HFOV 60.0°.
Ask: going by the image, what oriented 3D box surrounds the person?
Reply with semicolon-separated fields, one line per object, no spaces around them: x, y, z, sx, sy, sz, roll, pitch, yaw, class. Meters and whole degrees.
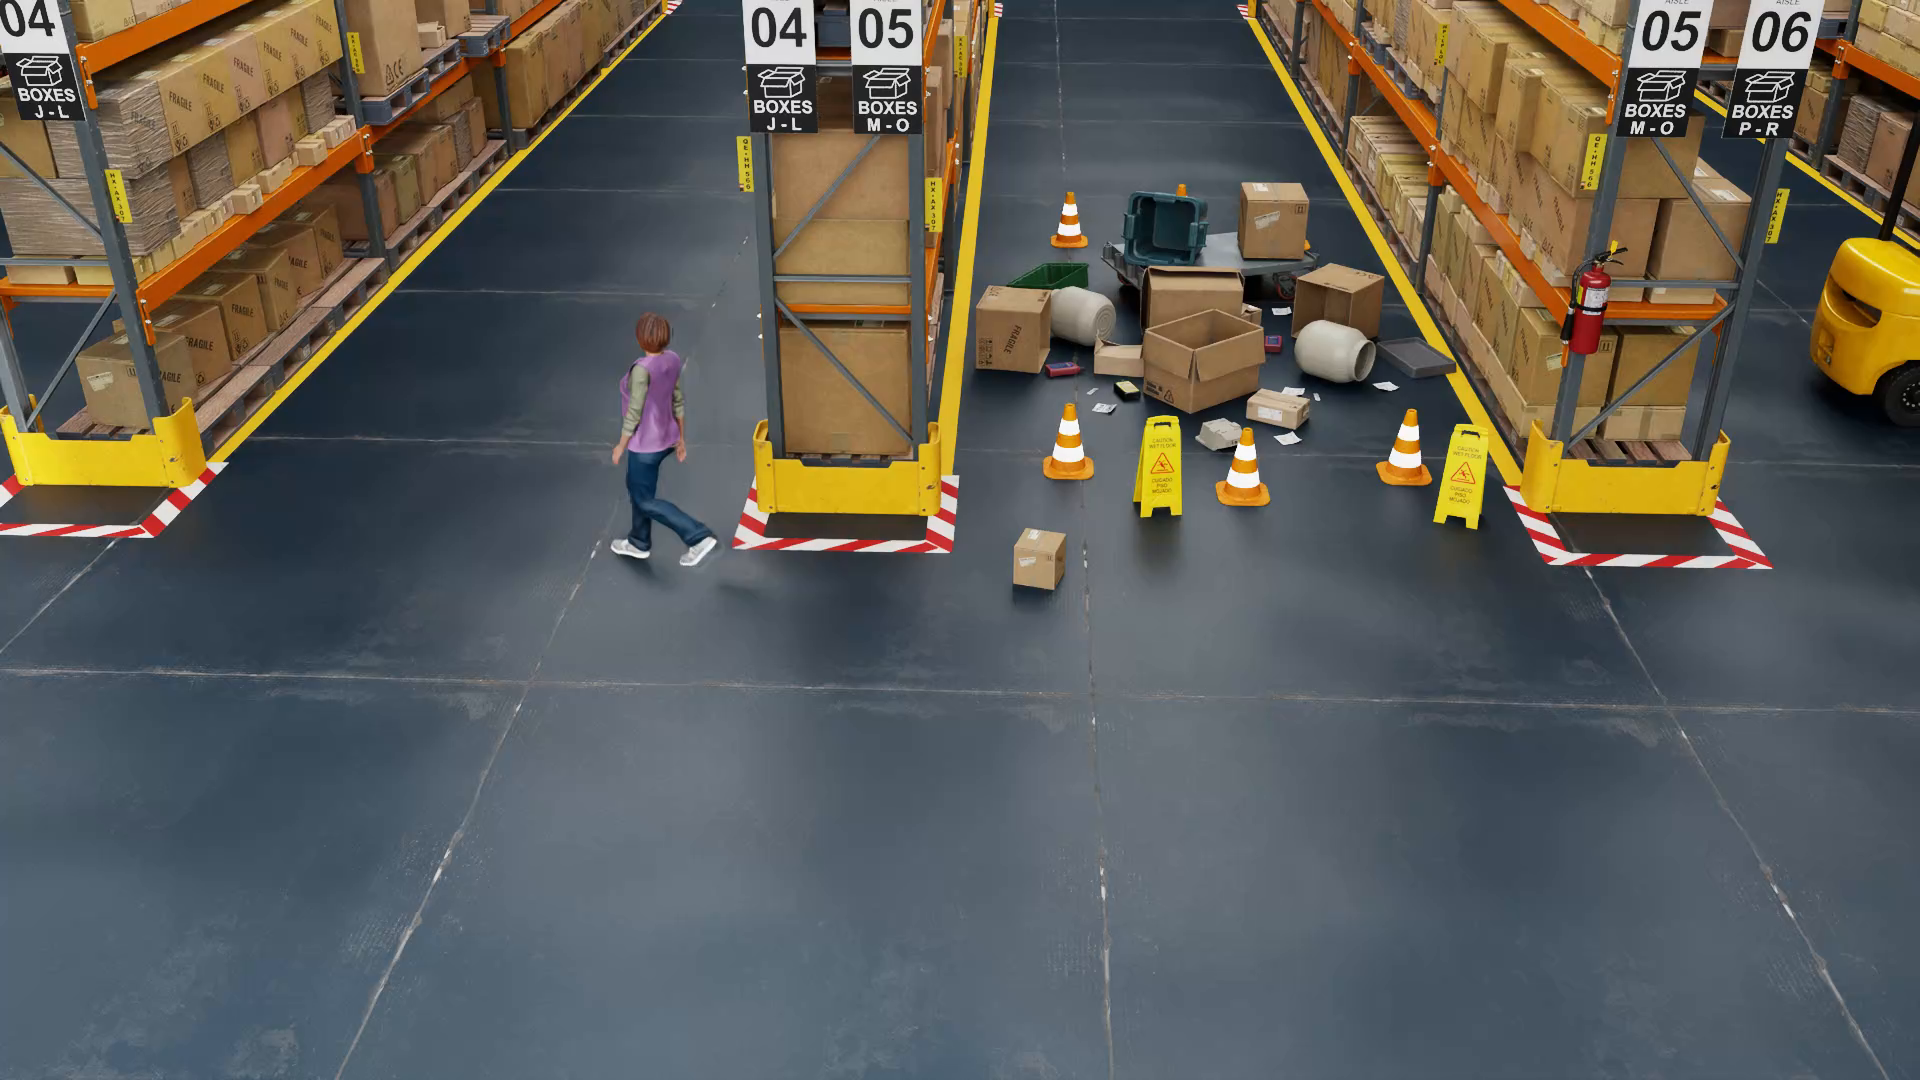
-1.761;-0.560;9.665;0.796;1.561;0.423;12;31;21;person
